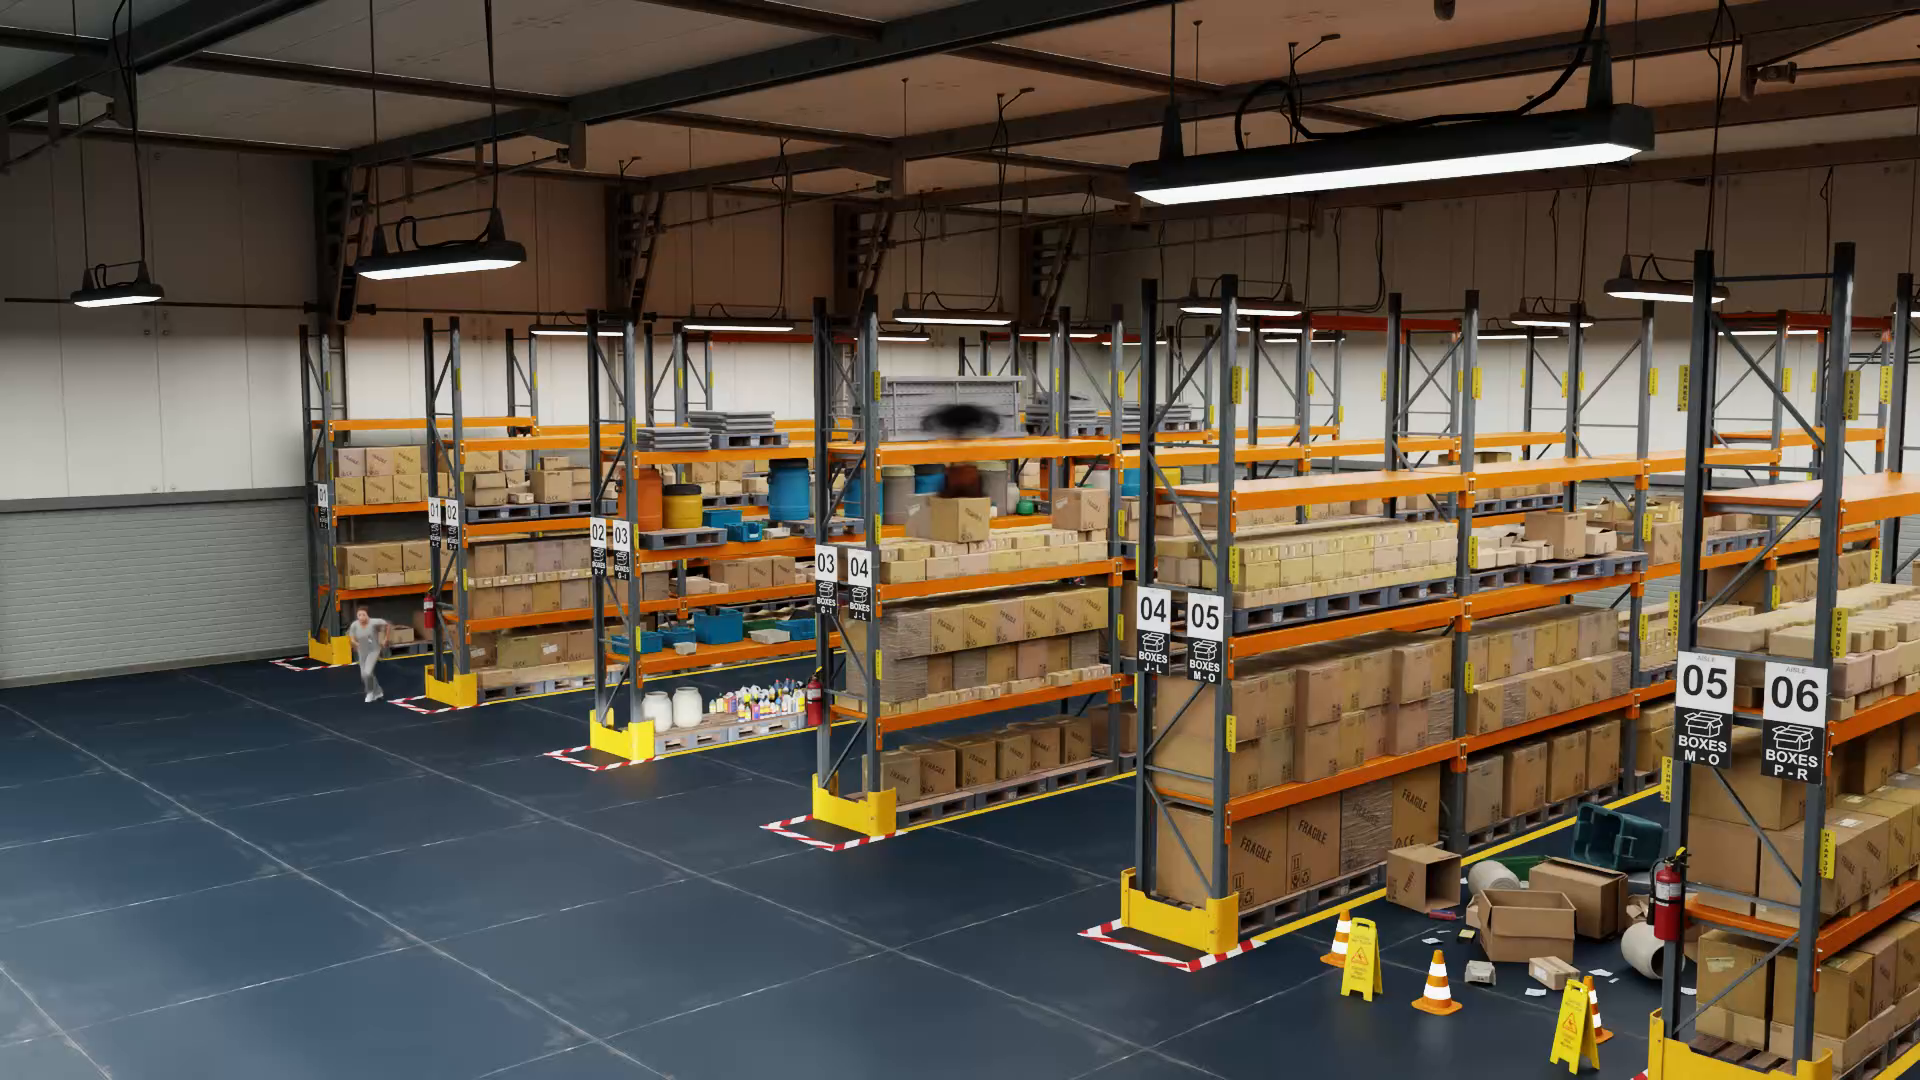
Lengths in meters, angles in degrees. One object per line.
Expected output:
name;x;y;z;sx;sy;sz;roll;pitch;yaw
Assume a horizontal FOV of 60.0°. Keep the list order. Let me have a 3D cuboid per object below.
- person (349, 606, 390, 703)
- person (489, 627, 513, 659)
person;-9.142;1.770;25.801;0.553;1.552;0.837;0;6;2
person;-8.184;1.292;29.990;0.650;1.758;0.722;3;7;31
